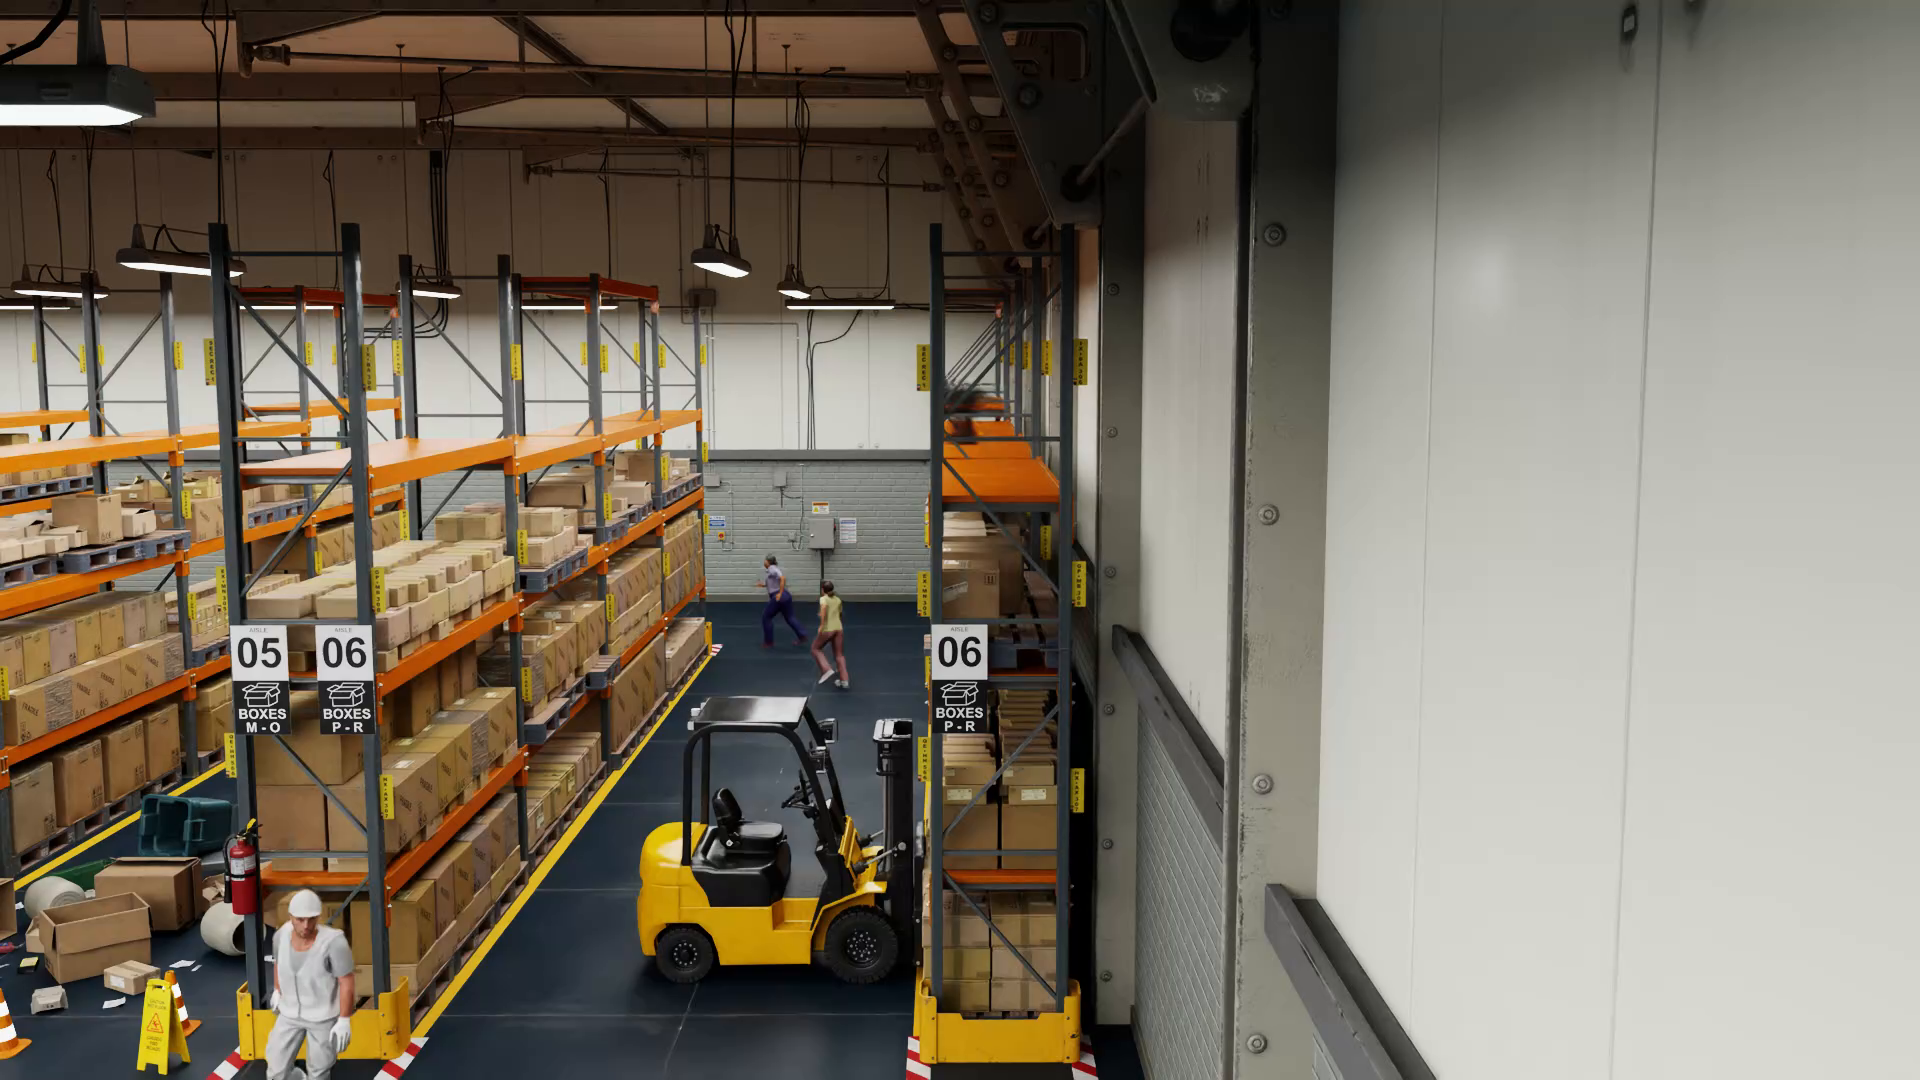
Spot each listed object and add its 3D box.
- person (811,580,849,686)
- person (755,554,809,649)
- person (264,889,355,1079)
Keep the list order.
[{"bbox_3d":[-1.982,1.412,25.402,0.579,1.569,0.881,-5,8,-37],"label":"person"},{"bbox_3d":[-3.071,1.058,28.460,0.949,1.631,0.601,2,7,13],"label":"person"},{"bbox_3d":[-4.192,3.061,10.722,0.695,1.753,0.588,1,7,7],"label":"person"}]
